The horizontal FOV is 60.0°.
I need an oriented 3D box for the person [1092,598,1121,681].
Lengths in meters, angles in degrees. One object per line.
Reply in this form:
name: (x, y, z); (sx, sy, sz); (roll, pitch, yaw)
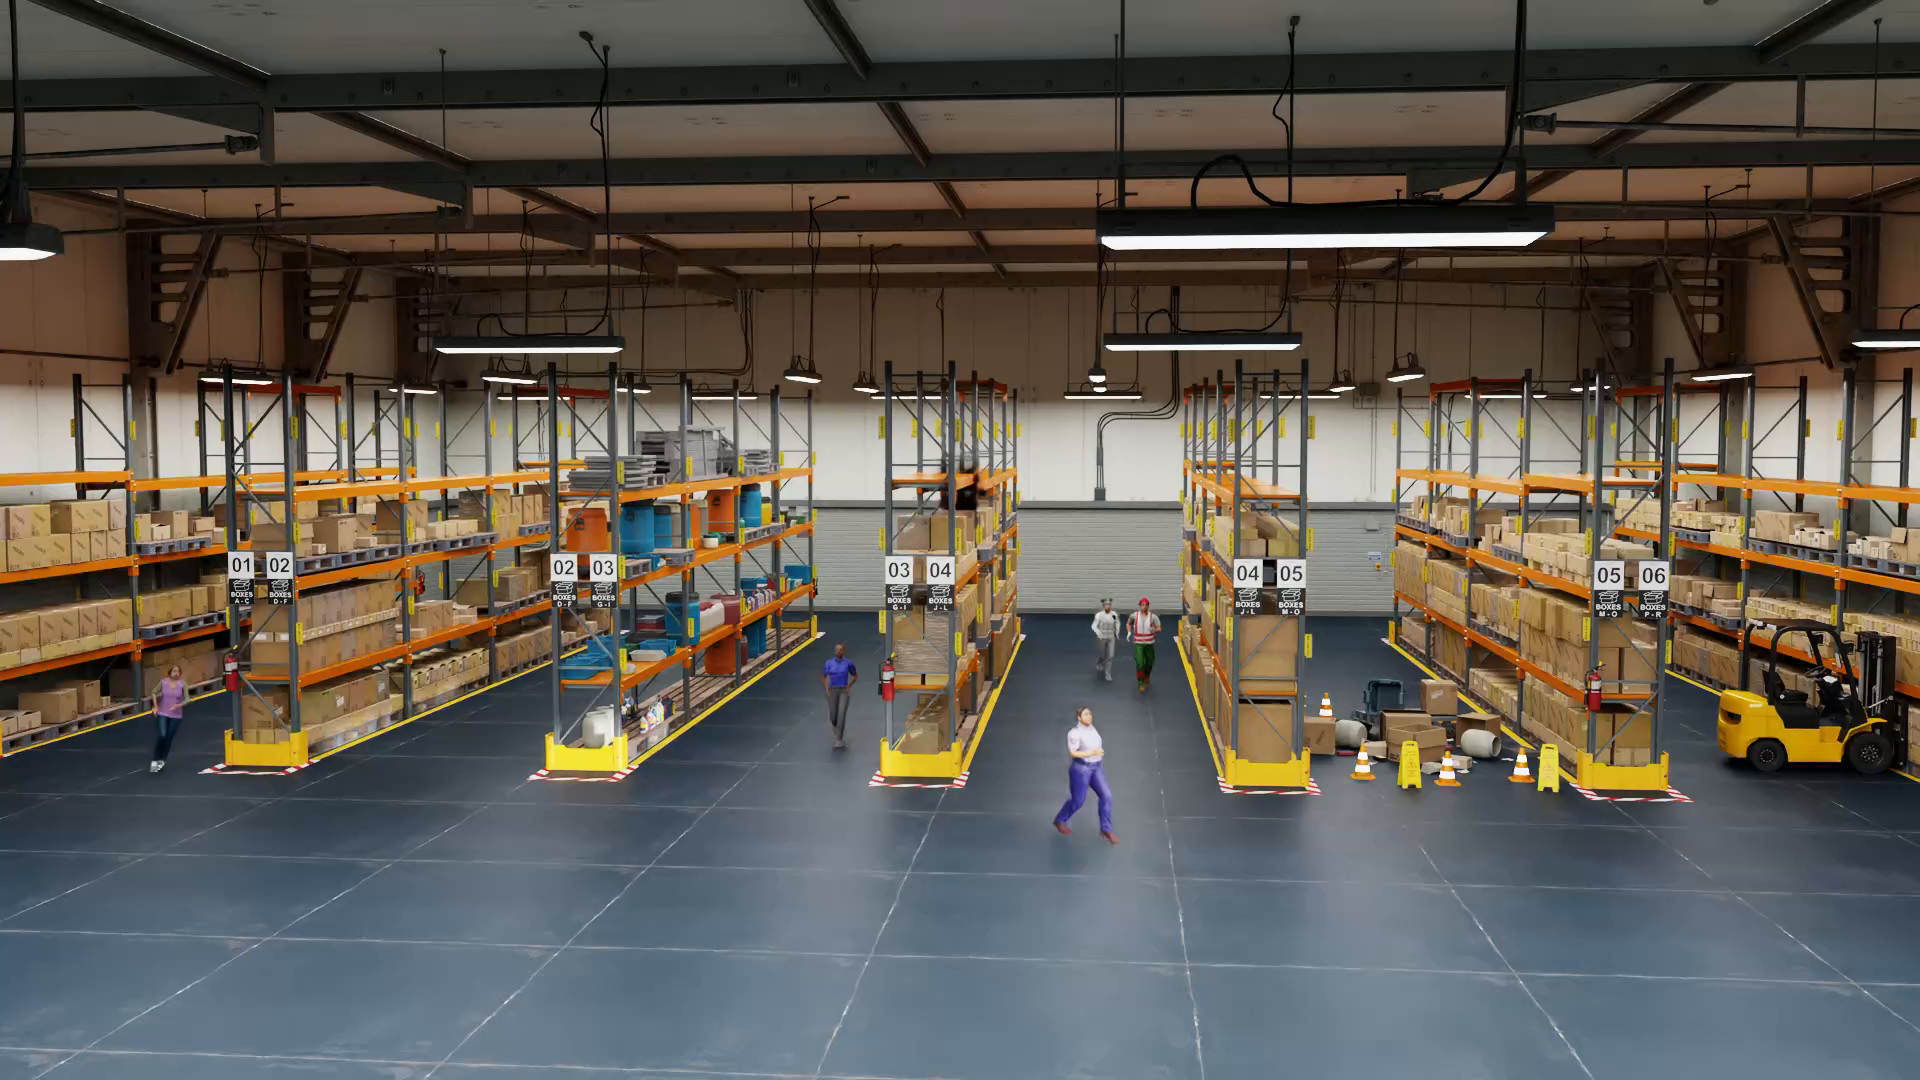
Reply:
person: (2.951, 1.973, 33.539); (0.607, 1.663, 0.769); (0, 4, -7)

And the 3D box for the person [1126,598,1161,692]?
person: (3.531, 1.989, 31.926); (0.662, 1.766, 1.000); (0, 4, 3)

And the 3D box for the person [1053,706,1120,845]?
person: (1.556, 2.863, 20.332); (0.608, 1.659, 0.894); (-4, 5, -43)

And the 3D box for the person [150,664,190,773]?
person: (-11.635, 2.608, 24.474); (0.569, 1.568, 0.607); (-2, 4, -27)

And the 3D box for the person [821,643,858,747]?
person: (-1.922, 2.447, 26.495); (0.593, 1.618, 0.727); (0, 4, -3)
